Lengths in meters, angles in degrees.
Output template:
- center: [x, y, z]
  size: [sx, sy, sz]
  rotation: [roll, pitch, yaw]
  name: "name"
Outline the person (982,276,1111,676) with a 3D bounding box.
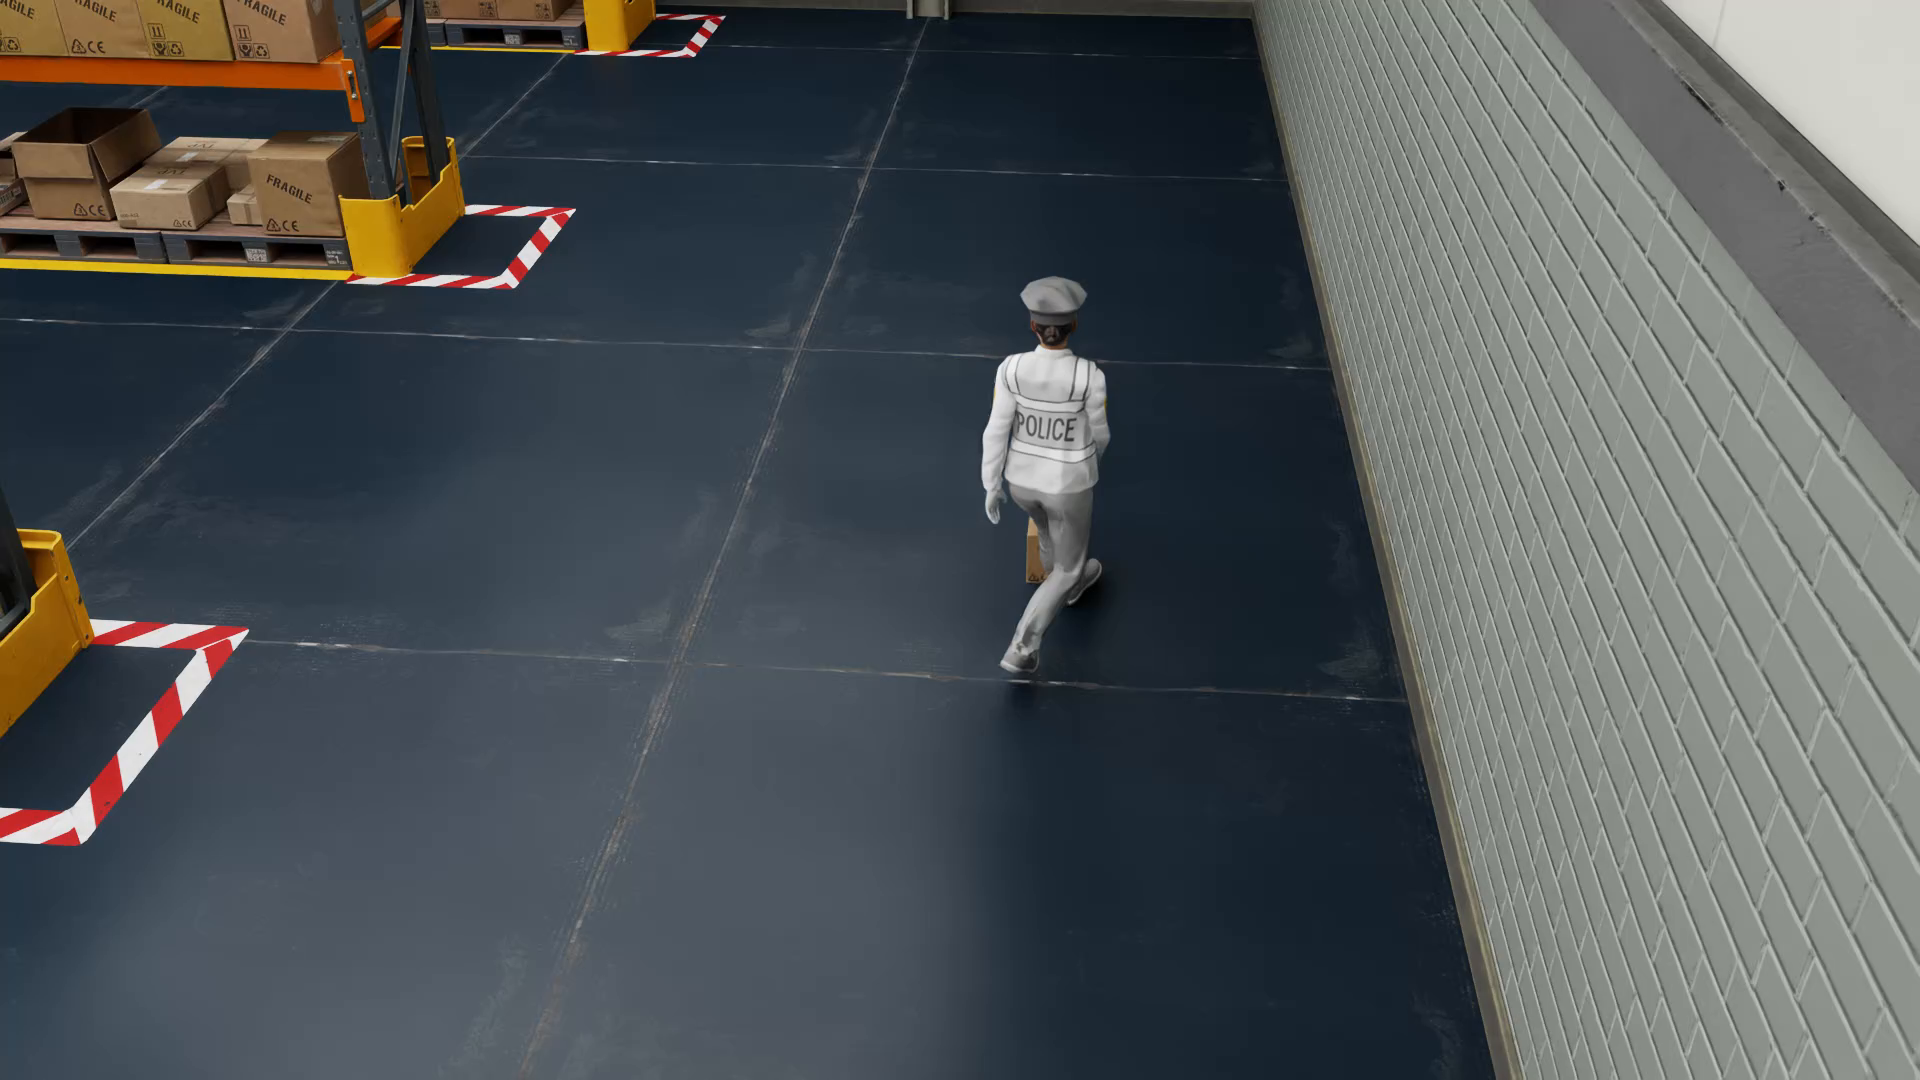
- center: [0.371, -0.269, 6.617]
  size: [0.446, 1.597, 1.025]
  rotation: [15, 35, 23]
  name: "person"
